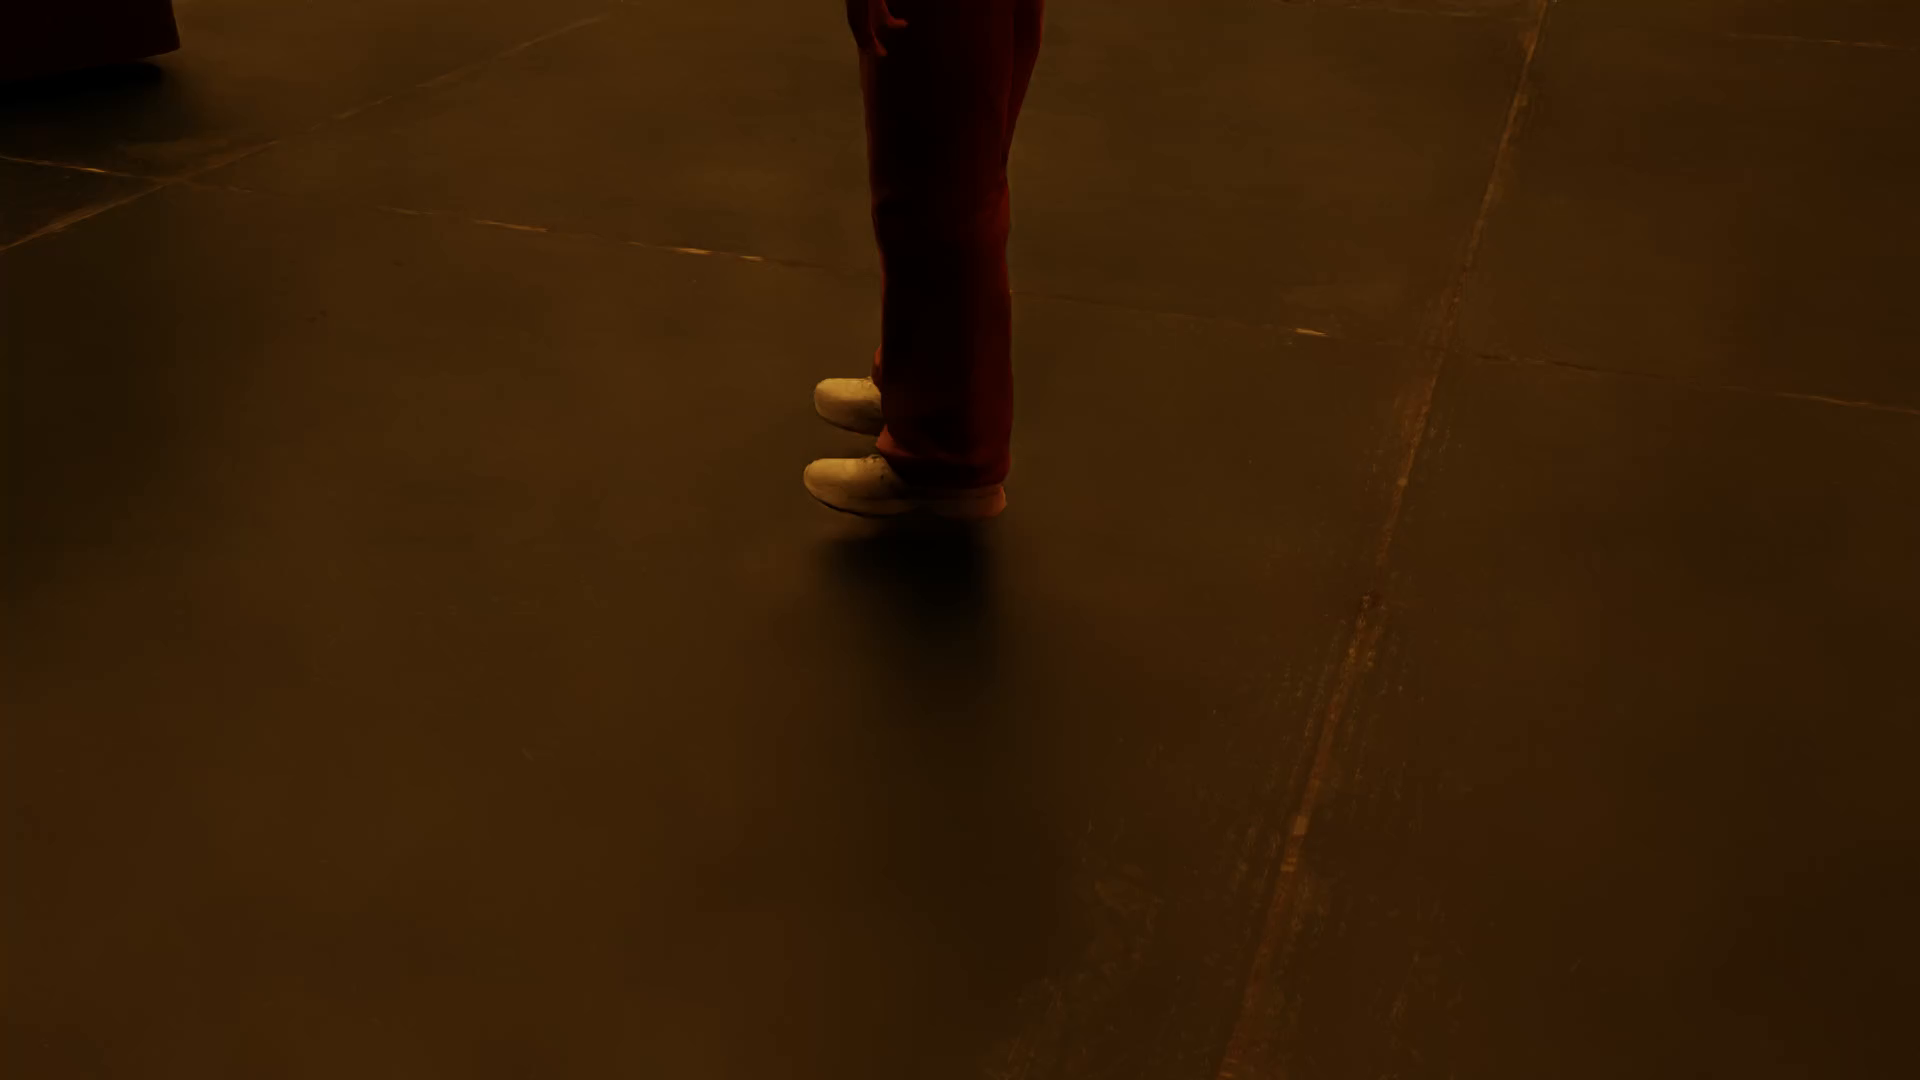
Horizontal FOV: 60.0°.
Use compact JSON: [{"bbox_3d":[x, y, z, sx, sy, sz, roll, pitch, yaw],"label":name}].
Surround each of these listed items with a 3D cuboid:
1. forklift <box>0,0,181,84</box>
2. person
[{"bbox_3d":[-3.743,-2.974,4.777,3.031,2.935,1.130,24,37,36],"label":"forklift"},{"bbox_3d":[-0.065,-0.787,2.095,0.549,1.673,0.554,10,31,18],"label":"person"}]
